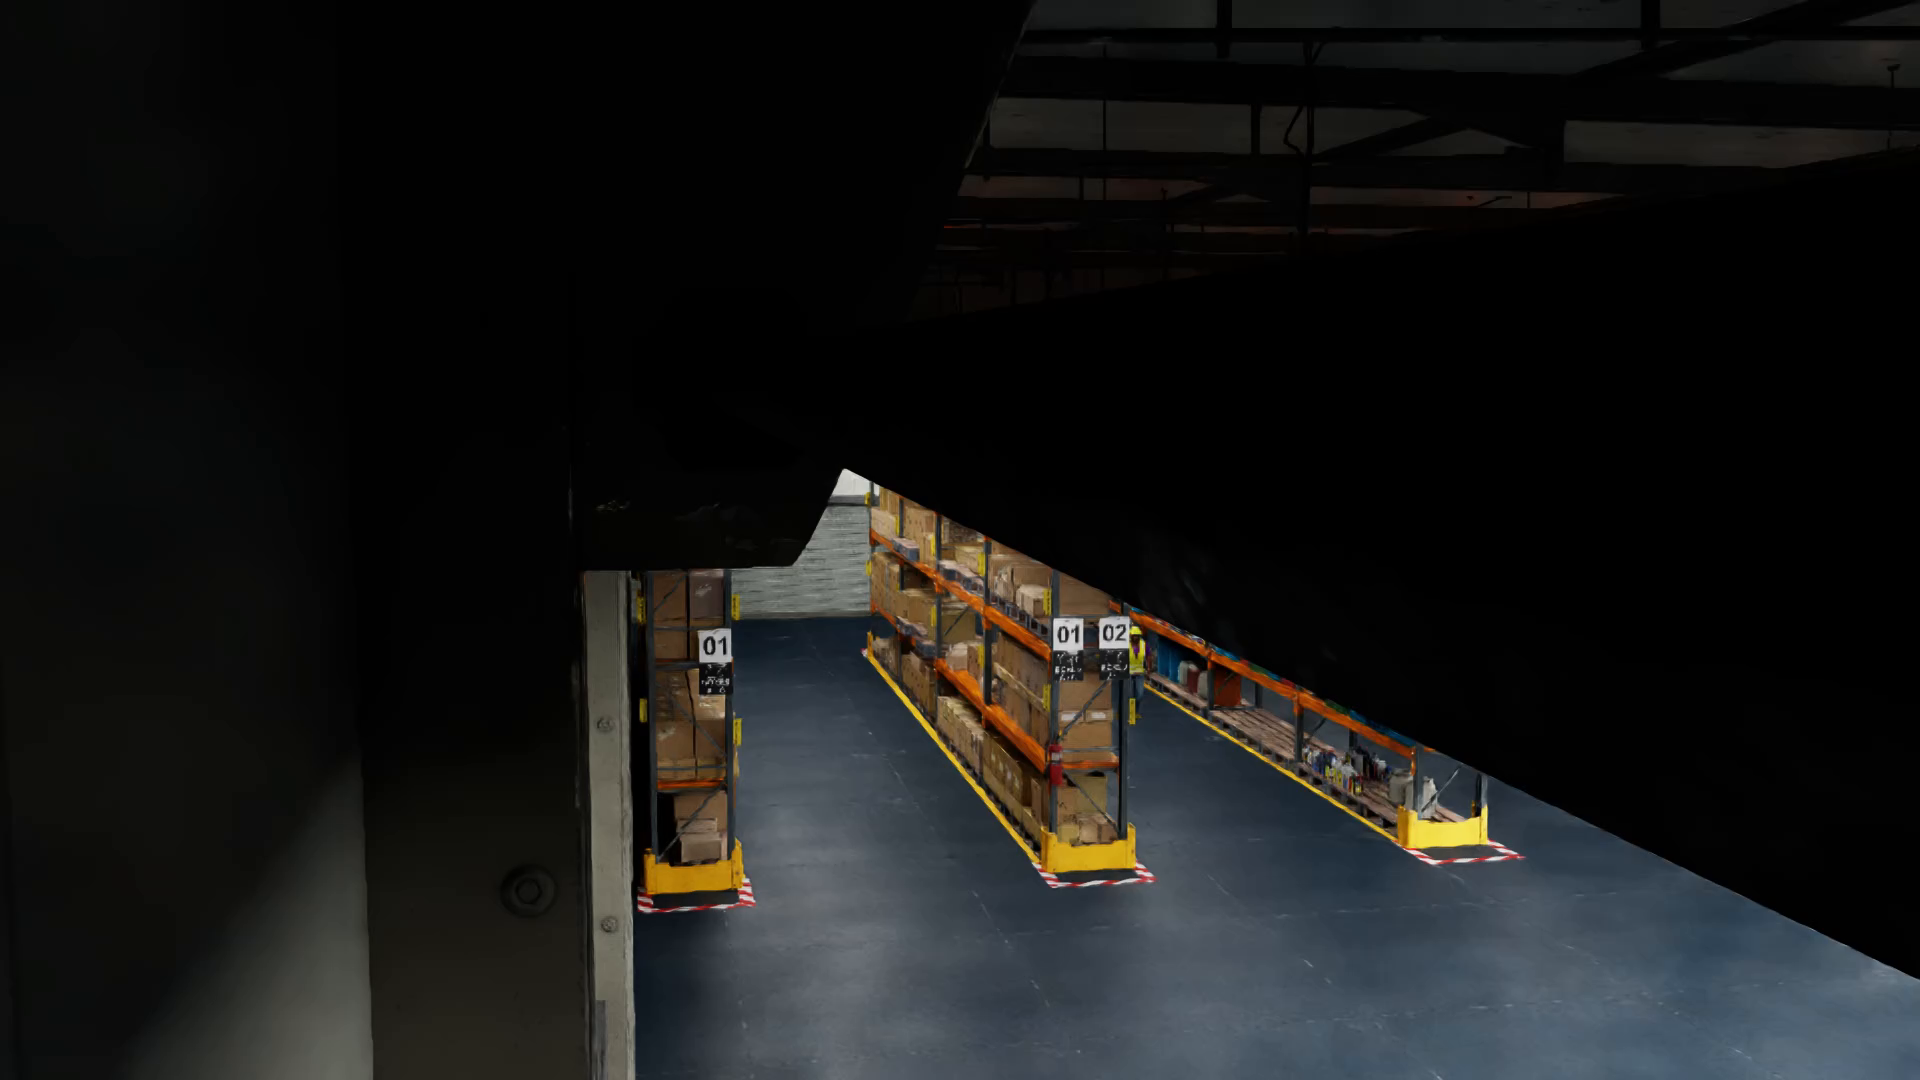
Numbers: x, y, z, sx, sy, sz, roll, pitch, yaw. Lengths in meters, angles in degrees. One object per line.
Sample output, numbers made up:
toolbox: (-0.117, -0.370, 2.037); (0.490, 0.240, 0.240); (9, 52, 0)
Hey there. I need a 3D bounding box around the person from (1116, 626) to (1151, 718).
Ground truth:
person: (3.093, 2.373, 29.841); (0.719, 1.714, 0.578); (-1, 6, -13)
